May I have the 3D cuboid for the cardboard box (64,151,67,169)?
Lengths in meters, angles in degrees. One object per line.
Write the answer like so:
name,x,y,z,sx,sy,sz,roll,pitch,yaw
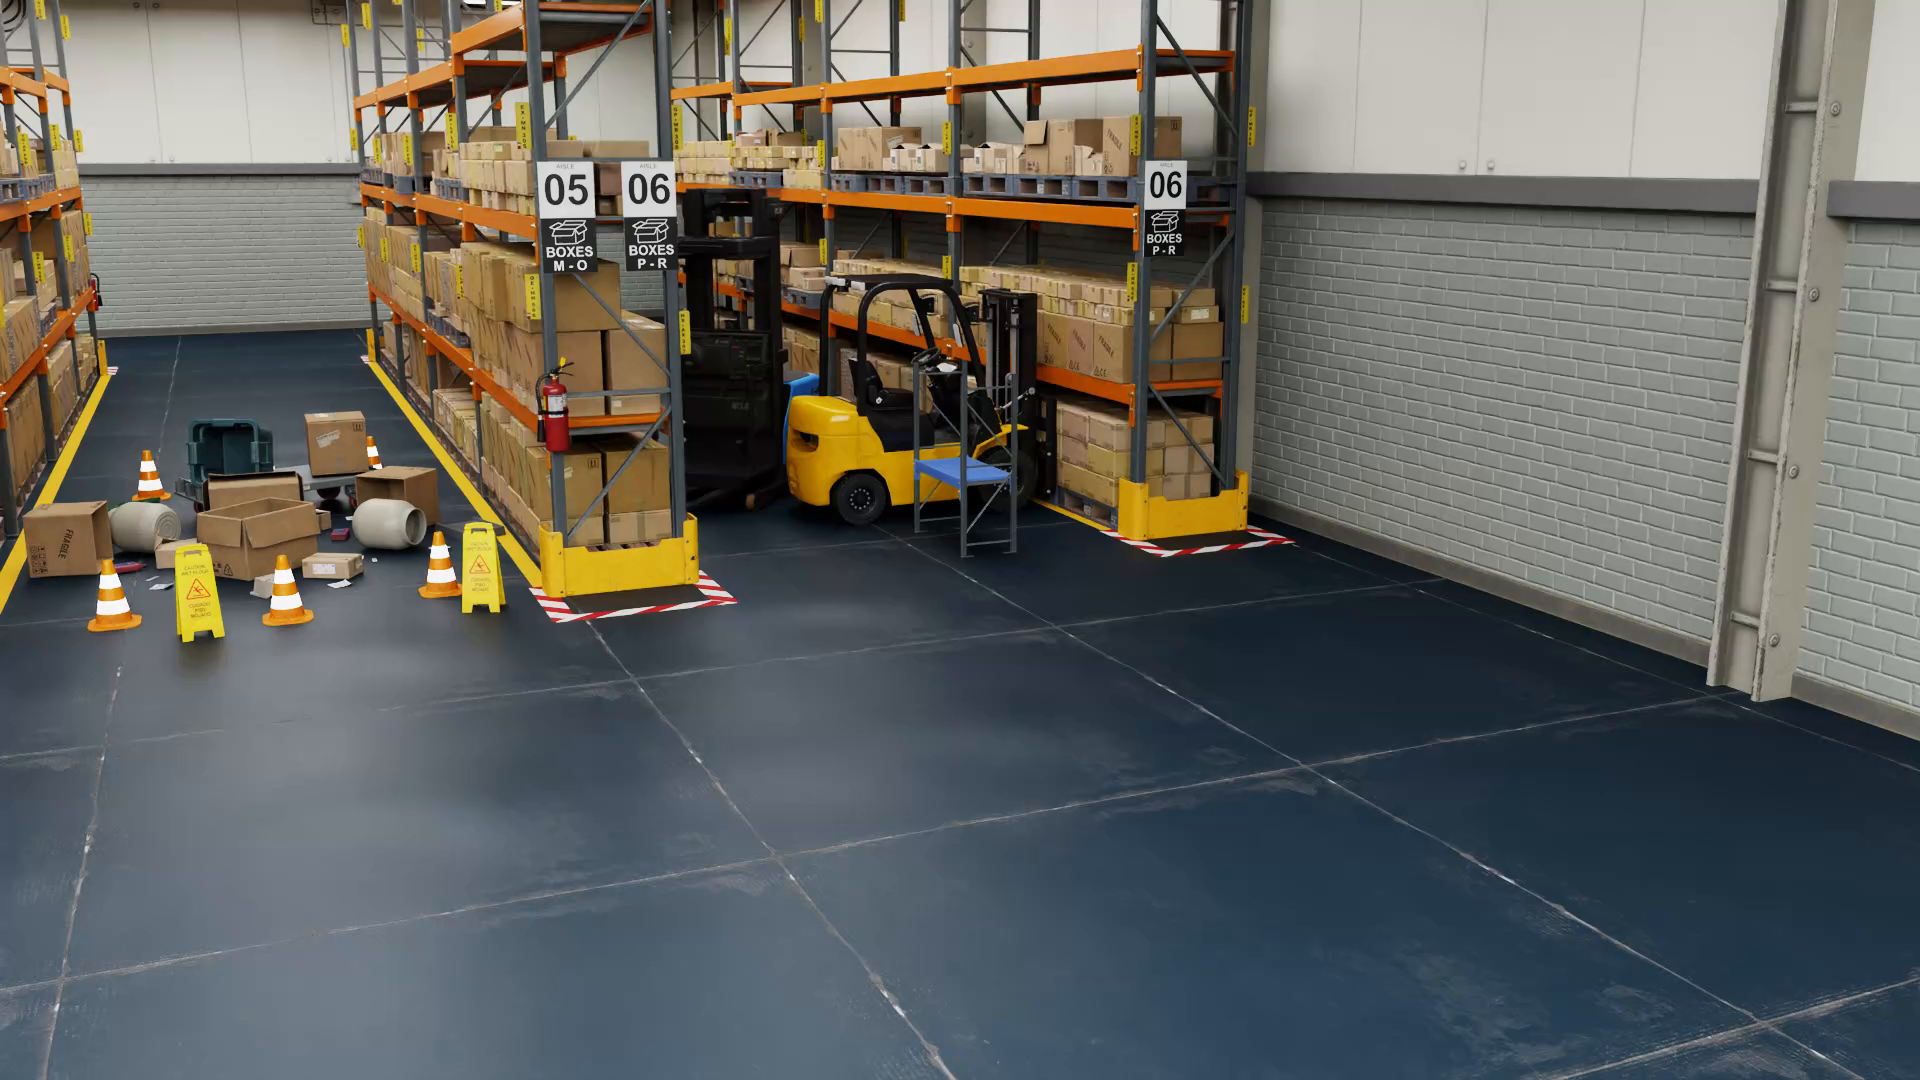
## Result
cardboard box,-12.473,-5.176,22.652,0.500,0.250,0.500,-6,14,-25

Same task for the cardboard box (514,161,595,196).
cardboard box,-3.038,-2.710,12.447,0.500,0.250,0.500,-6,14,-24

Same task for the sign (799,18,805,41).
sign,-2.340,-7.530,24.525,0.100,0.325,0.005,-6,14,-23

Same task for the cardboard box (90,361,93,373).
cardboard box,-12.595,-2.456,23.719,0.380,0.149,0.250,-6,14,-25

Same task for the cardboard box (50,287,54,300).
cardboard box,-11.345,-3.019,20.389,0.380,0.149,0.250,-6,14,-23

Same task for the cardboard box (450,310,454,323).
cardboard box,-5.228,-2.408,17.748,0.380,0.149,0.250,-5,14,-21

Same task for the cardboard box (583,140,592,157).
cardboard box,-2.657,-2.965,12.666,0.380,0.149,0.250,-6,14,-23

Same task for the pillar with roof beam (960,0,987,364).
pillar with roof beam,-3.841,-5.543,18.364,9.100,9.000,0.400,-6,14,-23

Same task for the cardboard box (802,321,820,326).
cardboard box,-2.092,-3.123,24.384,0.380,0.149,0.250,-6,14,-26

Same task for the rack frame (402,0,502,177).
rack frame,-5.791,-5.671,18.915,1.000,3.000,0.127,-6,14,-23

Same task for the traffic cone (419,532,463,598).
traffic cone,-3.940,0.168,12.617,0.336,0.463,0.334,-6,14,-23

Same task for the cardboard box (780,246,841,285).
cardboard box,-2.067,-3.773,22.858,0.797,0.503,0.637,-6,14,-24

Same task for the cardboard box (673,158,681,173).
cardboard box,-4.521,-6.267,27.816,0.500,0.250,0.500,-6,14,-24

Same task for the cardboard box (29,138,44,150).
cardboard box,-11.783,-5.015,21.072,0.380,0.149,0.250,-6,14,-24

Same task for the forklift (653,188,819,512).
forklift,-2.329,-1.800,15.645,1.130,2.935,3.031,4,14,16

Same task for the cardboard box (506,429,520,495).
cardboard box,-3.554,-0.680,14.160,0.500,0.500,0.500,-6,14,-24

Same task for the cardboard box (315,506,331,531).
cardboard box,-5.829,-0.228,14.764,0.396,0.266,0.258,6,14,26

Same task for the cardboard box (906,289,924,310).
cardboard box,-0.285,-2.725,18.717,0.500,0.250,0.500,-6,14,-24

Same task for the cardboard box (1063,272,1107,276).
cardboard box,1.246,-2.574,16.521,0.380,0.149,0.250,-6,14,-24

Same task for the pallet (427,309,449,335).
pallet,-5.408,-2.517,19.019,1.213,0.211,1.003,-6,14,-23

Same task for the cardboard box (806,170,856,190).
cardboard box,-1.672,-4.670,21.574,0.500,0.250,0.500,-6,14,-25

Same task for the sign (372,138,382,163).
sign,-7.901,-5.276,22.539,0.100,0.325,0.005,-6,14,-23

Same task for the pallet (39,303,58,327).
pallet,-11.116,-2.592,19.342,1.003,0.211,1.213,-6,14,-23

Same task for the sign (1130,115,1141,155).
sign,1.458,-3.353,13.762,0.100,0.325,0.005,-6,14,-23

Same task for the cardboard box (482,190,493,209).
cardboard box,-3.852,-2.900,14.152,0.380,0.149,0.250,-6,14,-24

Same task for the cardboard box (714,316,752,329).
cardboard box,-3.568,-3.307,26.620,0.700,0.500,0.500,-6,14,-25

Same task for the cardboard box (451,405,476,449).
cardboard box,-4.972,-1.246,17.998,0.950,0.372,0.625,-5,14,-21

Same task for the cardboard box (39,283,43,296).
cardboard box,-10.813,-2.891,19.176,0.380,0.149,0.250,-6,14,-23

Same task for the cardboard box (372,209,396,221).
cardboard box,-8.524,-4.830,24.710,0.380,0.149,0.250,-6,14,-24

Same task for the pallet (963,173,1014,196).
pallet,0.724,-3.615,16.882,1.003,0.211,1.213,-6,14,-23

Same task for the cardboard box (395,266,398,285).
cardboard box,-7.241,-3.524,22.166,0.500,0.250,0.500,-5,14,-22

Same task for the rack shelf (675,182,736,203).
rack shelf,-3.648,-5.548,26.631,1.077,0.370,4.000,-6,14,-23

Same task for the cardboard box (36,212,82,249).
cardboard box,-12.660,-4.330,23.329,0.500,0.500,0.500,-5,14,-20

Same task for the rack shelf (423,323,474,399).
rack shelf,-4.990,-1.985,17.887,1.077,0.370,4.000,-6,14,-23

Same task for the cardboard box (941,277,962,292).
cardboard box,0.018,-2.786,18.095,0.380,0.149,0.250,-5,14,-21

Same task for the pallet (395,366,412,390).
pallet,-7.626,-2.380,24.186,1.003,0.211,1.213,-6,14,-23

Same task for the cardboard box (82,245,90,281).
cardboard box,-13.075,-4.057,24.365,0.500,0.500,0.500,-5,14,-22

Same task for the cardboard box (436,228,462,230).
cardboard box,-6.585,-3.828,21.818,0.500,0.500,0.500,-5,14,-21

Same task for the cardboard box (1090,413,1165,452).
cardboard box,1.490,-0.964,14.830,0.500,0.250,0.500,-5,14,-21

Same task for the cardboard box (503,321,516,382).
cardboard box,-3.450,-1.584,13.679,0.500,0.500,0.500,-6,14,-23

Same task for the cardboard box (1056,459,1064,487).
cardboard box,1.100,-0.686,15.847,0.500,0.250,0.500,-5,14,-22

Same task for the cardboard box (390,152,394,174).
cardboard box,-6.982,-4.766,21.024,0.396,0.266,0.258,-4,14,-18

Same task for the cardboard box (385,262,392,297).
cardboard box,-7.813,-3.696,23.465,0.500,0.500,0.500,-5,14,-22

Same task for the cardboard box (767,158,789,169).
cardboard box,-2.452,-5.203,22.950,0.380,0.149,0.250,-5,14,-22

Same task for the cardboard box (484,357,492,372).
cardboard box,-4.207,-1.658,15.438,0.380,0.149,0.250,-5,14,-21

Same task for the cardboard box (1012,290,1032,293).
cardboard box,0.731,-2.379,16.336,0.380,0.149,0.250,-6,14,-25

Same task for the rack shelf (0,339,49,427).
rack shelf,-9.485,-1.517,15.865,1.077,0.370,4.000,-6,14,-23

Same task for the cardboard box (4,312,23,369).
cardboard box,-9.048,-1.843,15.460,0.500,0.500,0.500,-6,14,-23

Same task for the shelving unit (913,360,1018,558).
shelving unit,0.034,-0.713,14.125,0.538,1.500,1.048,-6,14,-23

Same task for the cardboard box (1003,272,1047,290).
cardboard box,0.650,-2.577,16.530,0.380,0.149,0.250,-6,14,-24

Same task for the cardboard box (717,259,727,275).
cardboard box,-3.488,-4.281,25.887,0.500,0.250,0.500,-6,14,-23

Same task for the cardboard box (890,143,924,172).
cardboard box,-0.463,-4.328,18.811,0.500,0.311,0.500,-6,14,-25

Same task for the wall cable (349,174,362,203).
wall cable,-11.275,-6.074,31.639,0.585,1.953,0.123,-6,14,-23

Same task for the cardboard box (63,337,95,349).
cardboard box,-12.778,-2.853,24.116,0.380,0.149,0.250,-6,14,-24
